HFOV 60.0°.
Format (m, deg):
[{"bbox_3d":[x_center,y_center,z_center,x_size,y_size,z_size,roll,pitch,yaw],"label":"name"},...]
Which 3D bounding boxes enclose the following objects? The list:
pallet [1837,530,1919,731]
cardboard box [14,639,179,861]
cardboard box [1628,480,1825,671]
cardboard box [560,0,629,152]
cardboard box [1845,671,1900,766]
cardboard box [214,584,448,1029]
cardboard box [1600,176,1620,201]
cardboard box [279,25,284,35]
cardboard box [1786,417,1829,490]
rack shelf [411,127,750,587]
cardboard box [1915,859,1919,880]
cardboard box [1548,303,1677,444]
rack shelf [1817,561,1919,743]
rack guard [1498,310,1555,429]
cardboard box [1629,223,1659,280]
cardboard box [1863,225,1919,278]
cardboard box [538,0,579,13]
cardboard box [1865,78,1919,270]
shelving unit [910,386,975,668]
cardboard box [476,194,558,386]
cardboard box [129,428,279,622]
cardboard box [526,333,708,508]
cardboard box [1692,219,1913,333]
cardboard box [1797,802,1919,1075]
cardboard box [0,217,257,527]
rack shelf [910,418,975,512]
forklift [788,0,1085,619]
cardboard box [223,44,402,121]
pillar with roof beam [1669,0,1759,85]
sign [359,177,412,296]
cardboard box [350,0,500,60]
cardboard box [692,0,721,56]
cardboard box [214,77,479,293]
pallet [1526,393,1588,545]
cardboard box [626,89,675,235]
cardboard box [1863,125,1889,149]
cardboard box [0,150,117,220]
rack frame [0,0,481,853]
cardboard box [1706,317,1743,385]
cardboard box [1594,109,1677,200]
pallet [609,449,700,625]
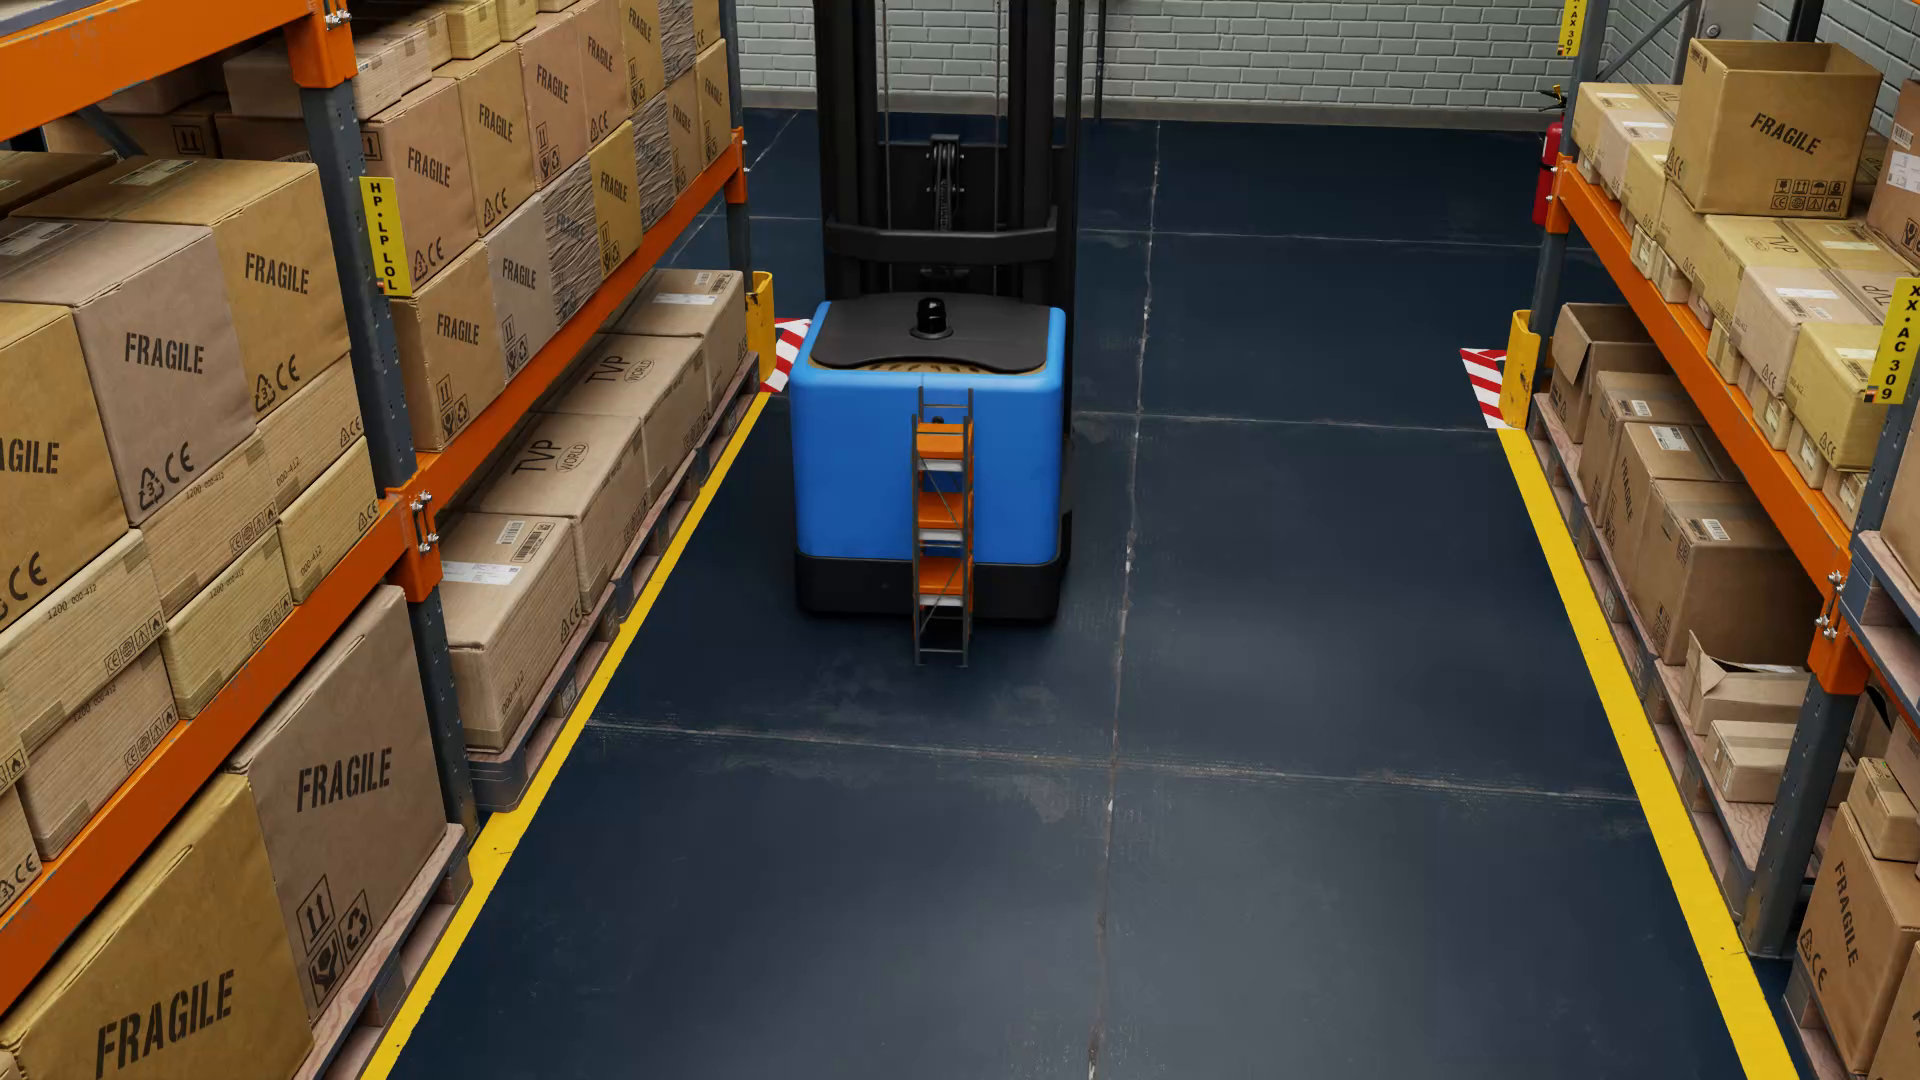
[{"bbox_3d":[2.640,0.378,3.588,1.003,0.211,1.213,3,28,6],"label":"pallet"},{"bbox_3d":[-2.029,0.405,3.494,0.500,0.250,0.500,3,28,5],"label":"cardboard box"},{"bbox_3d":[2.897,0.127,6.044,0.700,0.500,0.500,2,28,4],"label":"cardboard box"},{"bbox_3d":[-1.575,-1.772,6.218,0.500,0.500,0.500,3,28,6],"label":"cardboard box"},{"bbox_3d":[3.162,0.625,5.319,0.500,0.311,0.500,4,29,8],"label":"cardboard box"},{"bbox_3d":[-2.077,0.684,4.615,0.875,0.875,0.875,4,29,8],"label":"cardboard box"},{"bbox_3d":[3.039,-1.587,7.299,0.380,0.149,0.250,4,29,7],"label":"cardboard box"},{"bbox_3d":[-2.178,-1.531,5.086,0.380,0.149,0.250,3,28,6],"label":"cardboard box"},{"bbox_3d":[2.645,-0.254,4.824,0.380,0.149,0.250,4,29,8],"label":"cardboard box"},{"bbox_3d":[-1.835,-0.988,6.679,1.077,0.370,4.000,3,28,6],"label":"rack shelf"},{"bbox_3d":[2.581,0.842,4.034,0.380,0.149,0.250,3,28,5],"label":"cardboard box"},{"bbox_3d":[3.168,-0.763,7.692,0.797,0.503,0.637,2,28,4],"label":"cardboard box"},{"bbox_3d":[2.601,1.182,2.652,1.077,0.370,4.000,3,28,6],"label":"rack shelf"},{"bbox_3d":[3.327,-0.823,8.251,1.175,0.500,0.348,3,28,6],"label":"rack guard"},{"bbox_3d":[2.817,-1.106,6.406,0.380,0.149,0.250,3,28,5],"label":"cardboard box"},{"bbox_3d":[3.295,-0.838,5.487,0.500,0.250,0.500,4,29,7],"label":"cardboard box"},{"bbox_3d":[-1.579,-1.982,5.923,0.380,0.149,0.250,3,29,6],"label":"cardboard box"},{"bbox_3d":[3.293,-1.157,5.289,0.500,0.500,0.500,3,28,5],"label":"cardboard box"},{"bbox_3d":[-0.062,-0.036,6.210,0.215,1.050,0.252,2,28,4],"label":"shelving unit"},{"bbox_3d":[-1.697,-0.849,5.559,0.500,0.500,0.500,4,29,7],"label":"cardboard box"},{"bbox_3d":[-1.947,-0.060,3.829,0.500,0.250,0.500,4,29,7],"label":"cardboard box"},{"bbox_3d":[-1.676,-0.555,7.376,0.875,0.438,0.875,4,29,8],"label":"cardboard box"},{"bbox_3d":[2.788,-0.866,5.539,0.500,0.250,0.500,3,28,6],"label":"cardboard box"},{"bbox_3d":[2.564,1.054,4.324,0.500,0.500,0.500,5,29,8],"label":"cardboard box"},{"bbox_3d":[-1.942,-0.378,3.630,0.500,0.500,0.500,4,29,7],"label":"cardboard box"},{"bbox_3d":[-0.062,-0.277,6.081,0.215,0.259,0.240,2,28,4],"label":"rack shelf"},{"bbox_3d":[-0.024,-1.647,7.216,1.130,2.935,3.031,2,28,4],"label":"forklift"},{"bbox_3d":[-1.784,-1.266,4.595,0.380,0.149,0.250,3,28,5],"label":"cardboard box"},{"bbox_3d":[0.289,-6.067,9.024,9.100,9.000,0.400,3,28,6],"label":"pillar with roof beam"},{"bbox_3d":[-1.540,-0.811,4.456,0.100,0.325,0.005,3,28,6],"label":"sign"},{"bbox_3d":[-1.688,-1.624,5.259,0.380,0.149,0.250,3,28,6],"label":"cardboard box"},{"bbox_3d":[-1.413,-2.489,7.549,0.500,0.500,0.500,4,29,8],"label":"cardboard box"},{"bbox_3d":[-1.781,-1.057,4.890,0.500,0.500,0.500,4,29,7],"label":"cardboard box"},{"bbox_3d":[3.231,-0.320,7.623,1.003,0.211,1.213,3,28,6],"label":"pallet"},{"bbox_3d":[-1.516,-1.569,6.895,0.500,0.500,0.500,4,29,8],"label":"cardboard box"},{"bbox_3d":[3.479,-1.550,6.808,0.500,0.250,0.500,3,29,6],"label":"cardboard box"},{"bbox_3d":[-2.419,-0.657,4.147,0.500,0.500,0.500,4,29,7],"label":"cardboard box"},{"bbox_3d":[-2.080,-0.363,4.761,1.000,3.000,0.127,3,28,6],"label":"rack frame"},{"bbox_3d":[2.716,-0.622,5.507,0.380,0.149,0.250,3,28,5],"label":"cardboard box"},{"bbox_3d":[2.952,-1.589,6.881,0.500,0.250,0.500,4,29,7],"label":"cardboard box"},{"bbox_3d":[-1.762,-0.065,7.148,1.003,0.211,1.213,3,28,6],"label":"pallet"}]
